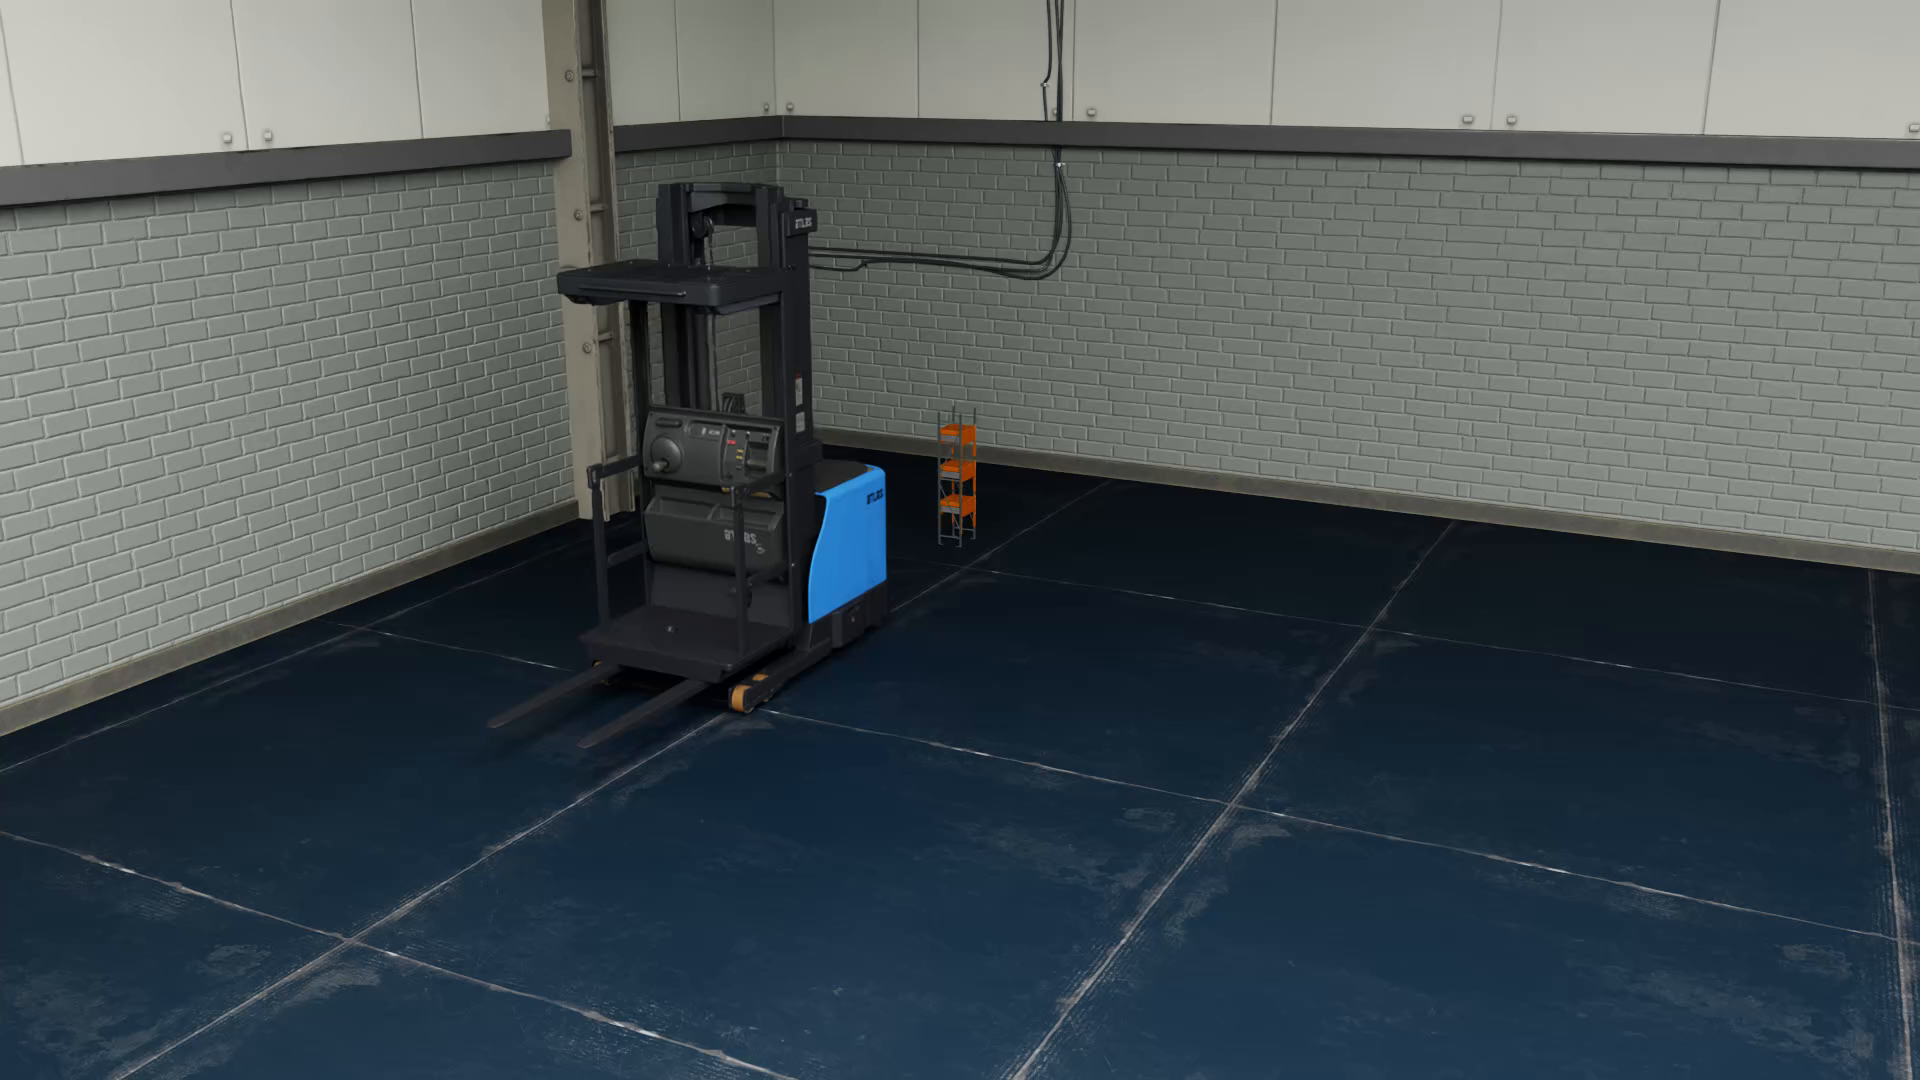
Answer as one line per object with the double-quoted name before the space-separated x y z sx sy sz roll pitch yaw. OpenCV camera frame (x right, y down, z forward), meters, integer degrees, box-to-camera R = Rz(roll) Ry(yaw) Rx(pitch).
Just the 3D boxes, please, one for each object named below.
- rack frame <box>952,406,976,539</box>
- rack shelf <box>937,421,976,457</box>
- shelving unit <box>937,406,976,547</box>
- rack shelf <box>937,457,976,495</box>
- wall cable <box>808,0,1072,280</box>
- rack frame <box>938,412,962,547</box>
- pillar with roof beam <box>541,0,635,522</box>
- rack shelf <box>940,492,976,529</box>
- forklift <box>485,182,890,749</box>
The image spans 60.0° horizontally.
"rack frame" 0.031 -0.521 12.934 0.200 1.050 0.008 8 18 25
"rack shelf" -0.024 -0.752 12.751 0.215 0.259 0.240 8 18 25
"shelving unit" -0.024 -0.490 12.829 0.215 1.050 0.252 8 18 25
"rack shelf" -0.024 -0.479 12.832 0.215 0.259 0.240 8 18 25
"wall cable" -0.429 -3.625 14.879 3.097 2.526 0.112 8 18 25
"rack frame" -0.078 -0.459 12.724 0.200 1.050 0.008 8 18 25
"pillar with roof beam" 0.923 -3.984 10.633 9.100 9.000 0.400 8 18 25
"rack shelf" -0.024 -0.213 12.911 0.215 0.259 0.240 8 18 25
"forklift" -1.575 -0.543 9.704 1.130 2.935 3.031 8 18 25
